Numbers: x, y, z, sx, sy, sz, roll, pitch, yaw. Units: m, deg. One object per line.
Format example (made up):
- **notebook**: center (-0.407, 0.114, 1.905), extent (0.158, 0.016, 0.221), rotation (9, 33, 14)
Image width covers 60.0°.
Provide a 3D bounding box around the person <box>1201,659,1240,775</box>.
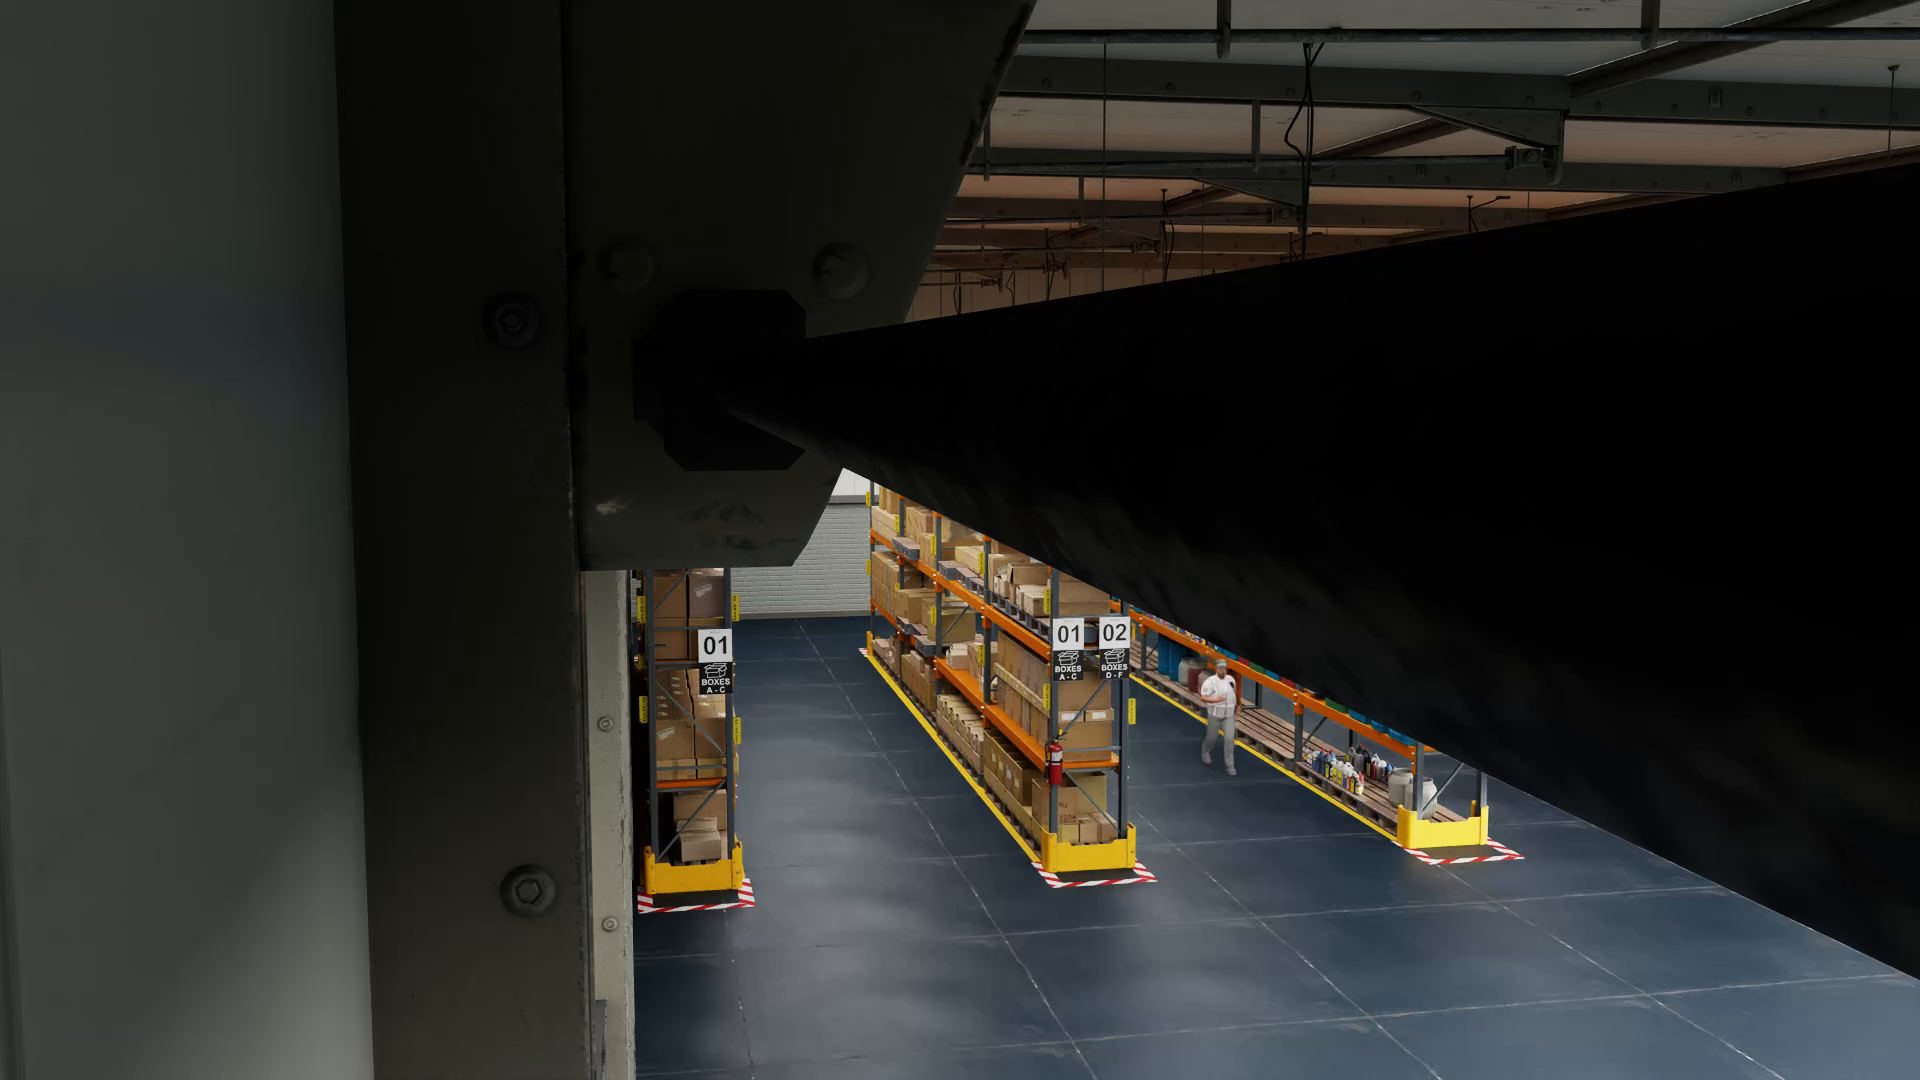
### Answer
- **person**: center (4.077, 2.718, 25.999), extent (0.667, 1.760, 0.983), rotation (-1, 6, -11)
